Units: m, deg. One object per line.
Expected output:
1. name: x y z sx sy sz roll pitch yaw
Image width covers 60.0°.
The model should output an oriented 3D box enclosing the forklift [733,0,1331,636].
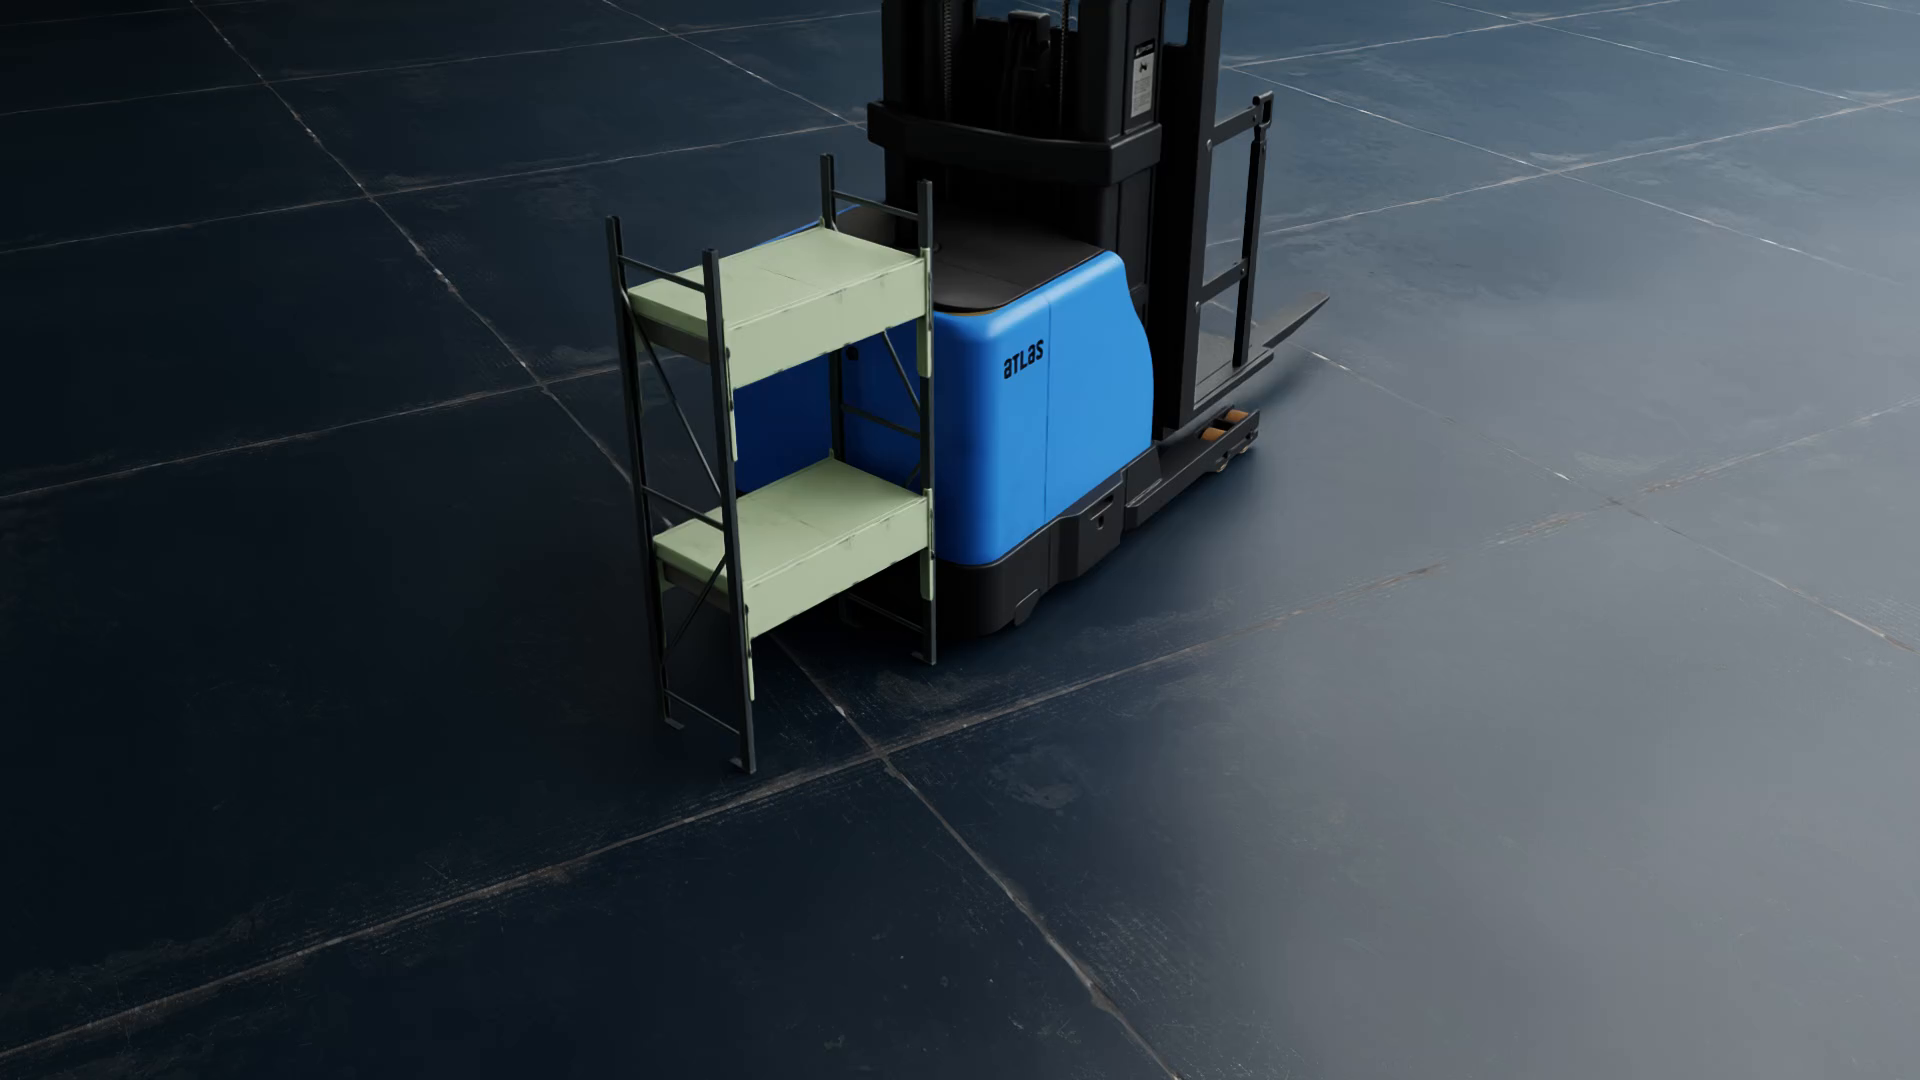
1. forklift: 0.486 -1.653 5.711 1.130 2.935 3.031 18 34 30

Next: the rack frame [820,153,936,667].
1. rack frame: -0.228 -0.340 4.814 0.400 1.500 0.023 23 37 36

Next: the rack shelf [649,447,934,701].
1. rack shelf: -0.473 0.077 4.733 0.431 0.370 0.720 23 37 36

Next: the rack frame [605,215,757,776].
1. rack frame: -0.718 -0.077 4.337 0.400 1.500 0.023 23 37 36

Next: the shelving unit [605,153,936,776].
1. shelving unit: -0.473 -0.209 4.576 0.431 1.500 0.755 23 37 36

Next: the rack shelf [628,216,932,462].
1. rack shelf: -0.473 -0.550 4.387 0.431 0.370 0.720 23 37 36
